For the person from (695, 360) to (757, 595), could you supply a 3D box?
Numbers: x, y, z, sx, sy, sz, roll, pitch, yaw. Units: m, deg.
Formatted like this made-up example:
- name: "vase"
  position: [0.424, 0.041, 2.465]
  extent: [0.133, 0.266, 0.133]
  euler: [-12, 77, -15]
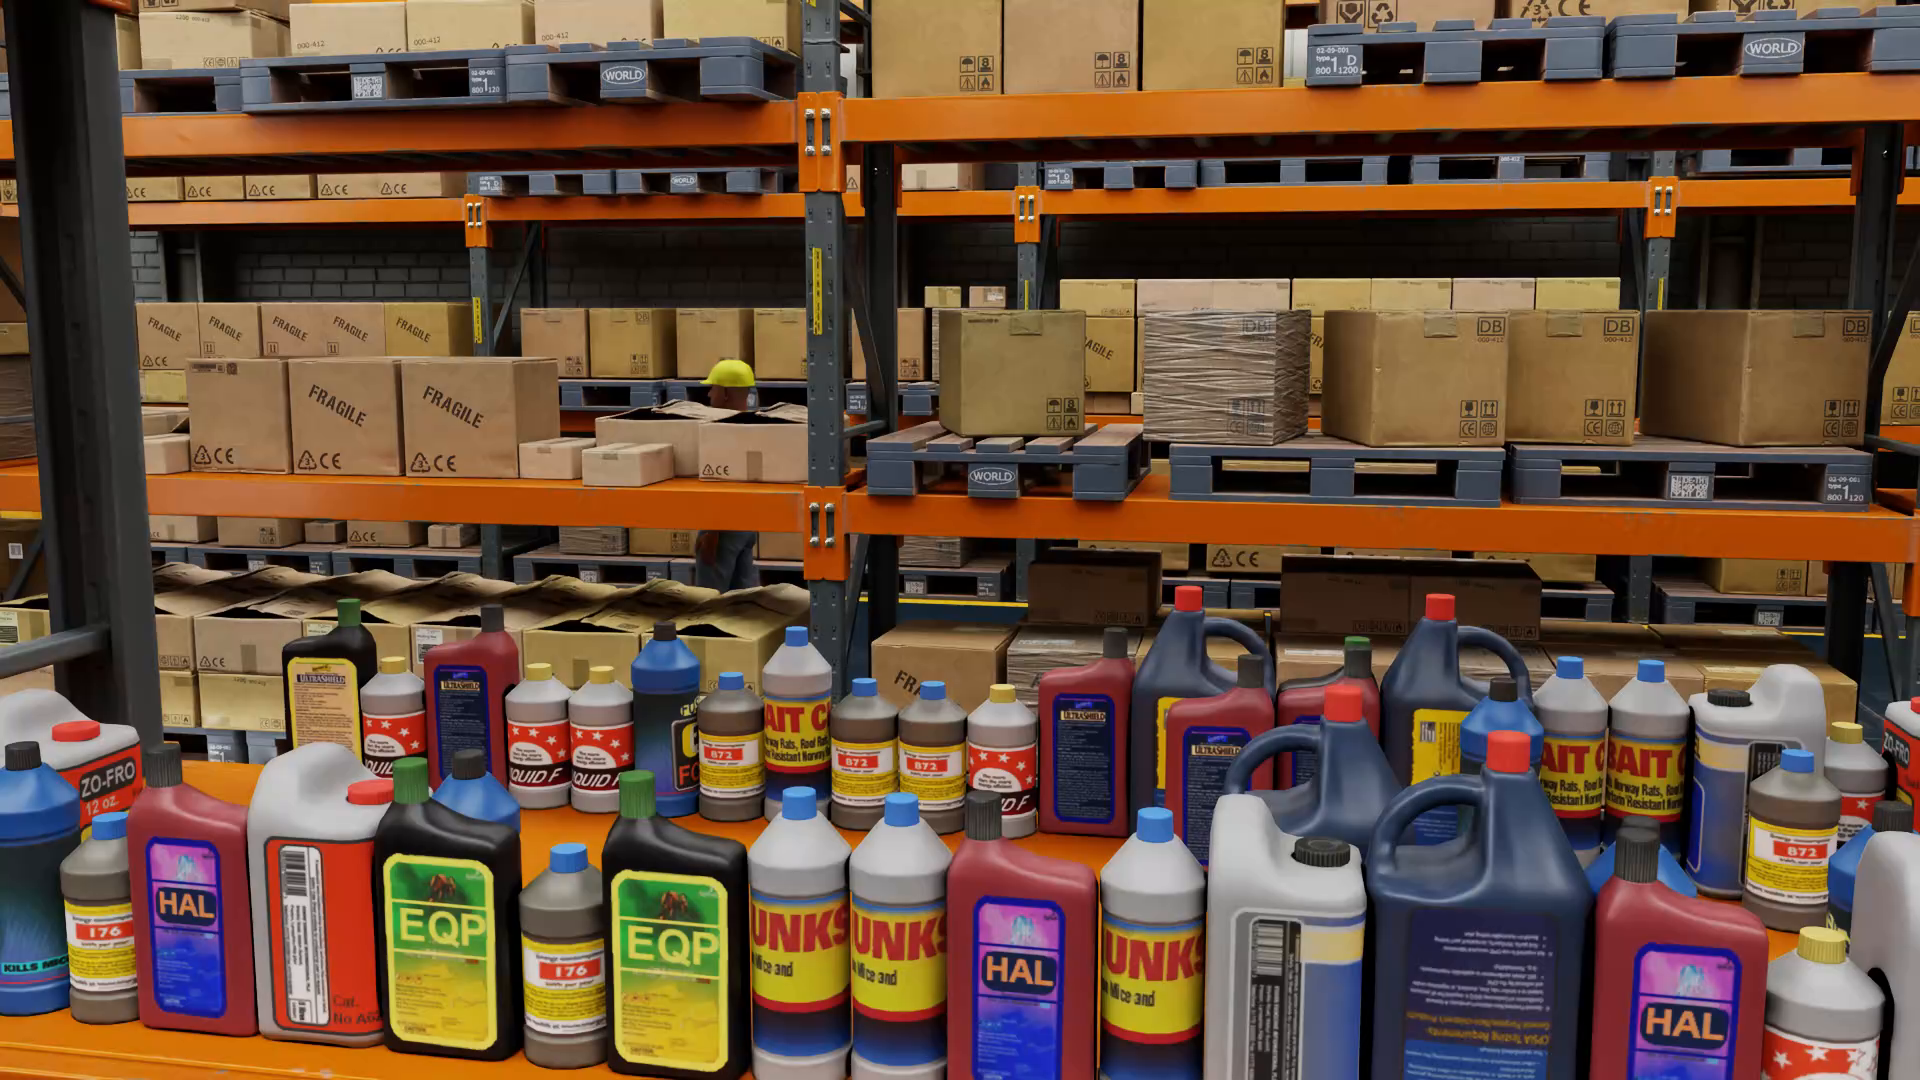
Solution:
- name: "person"
  position: [-1.226, -0.033, 8.759]
  extent: [0.397, 1.824, 0.562]
  euler: [2, 8, 12]
